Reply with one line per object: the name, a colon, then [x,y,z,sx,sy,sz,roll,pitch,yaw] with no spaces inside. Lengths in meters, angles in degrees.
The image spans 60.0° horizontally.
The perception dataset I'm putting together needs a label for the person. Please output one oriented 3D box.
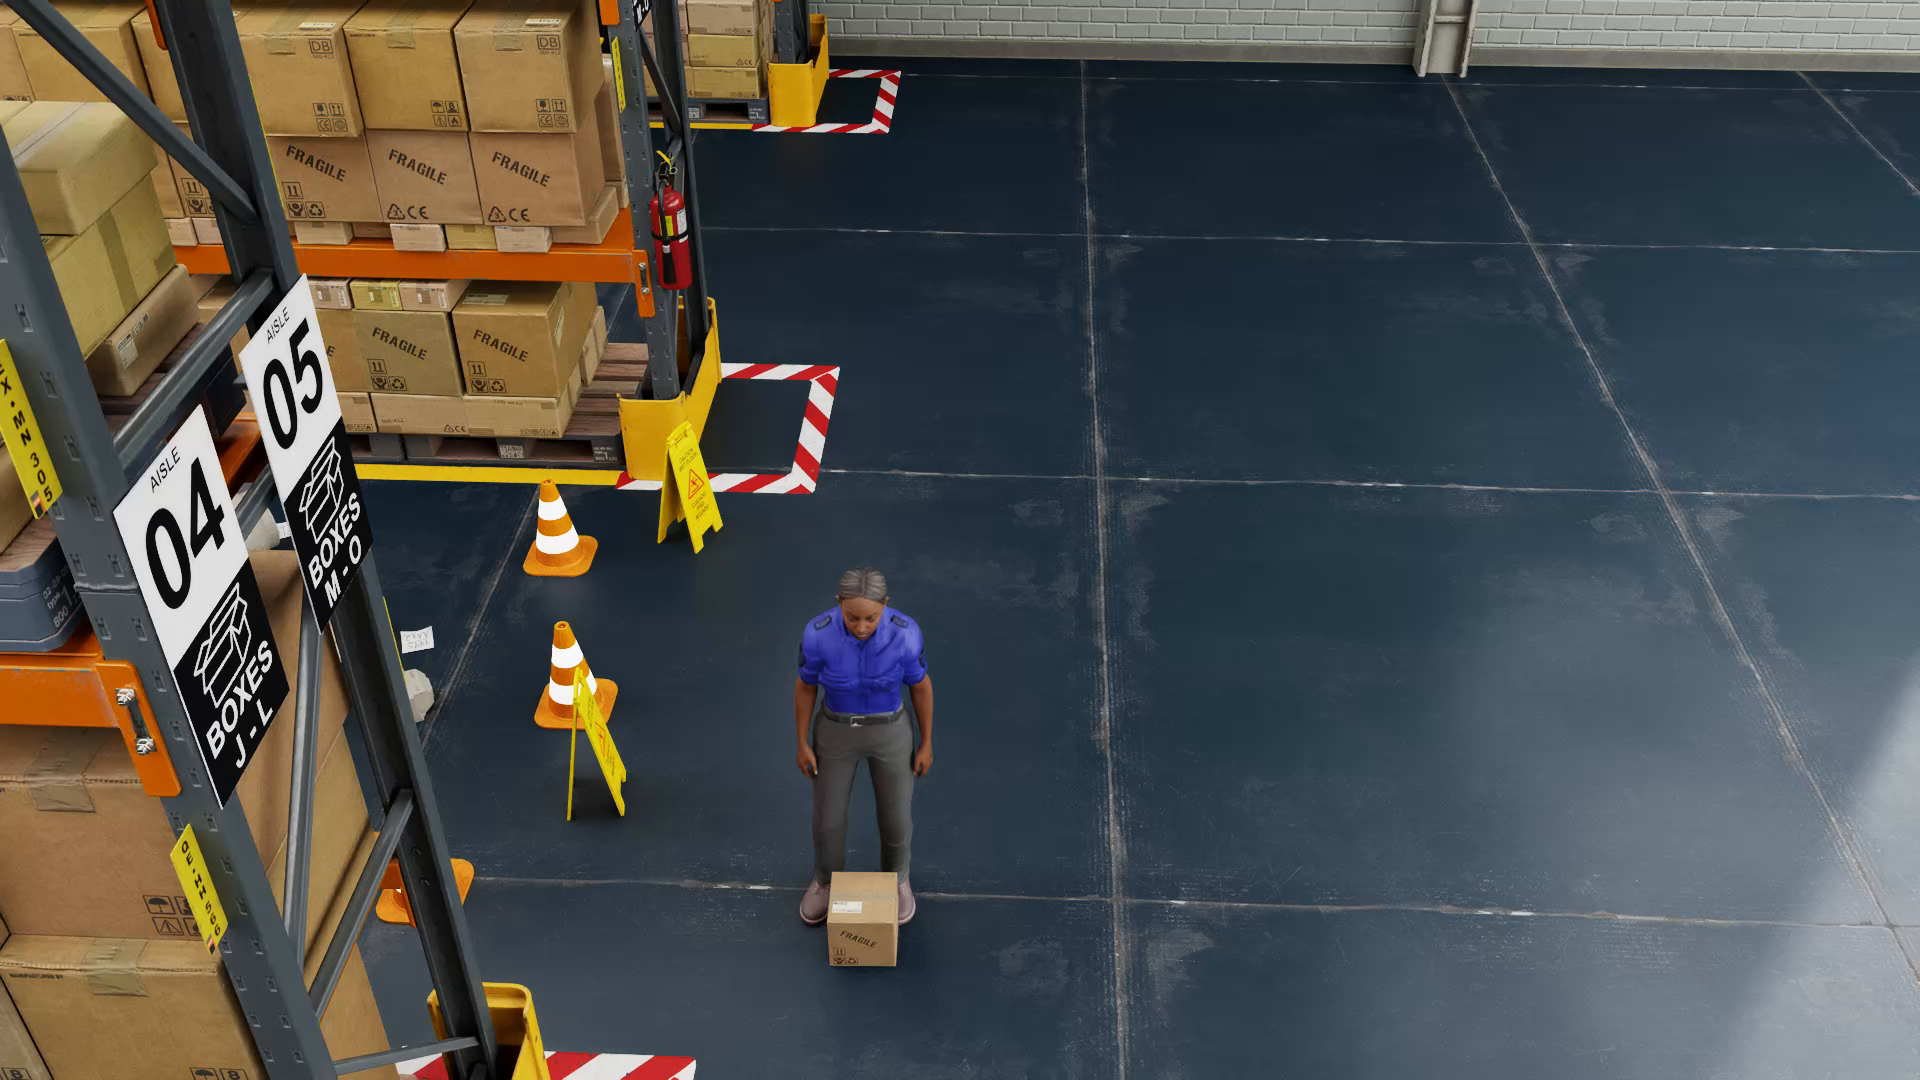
person: [-0.362,0.737,6.100,0.529,1.656,0.346,0,36,0]
